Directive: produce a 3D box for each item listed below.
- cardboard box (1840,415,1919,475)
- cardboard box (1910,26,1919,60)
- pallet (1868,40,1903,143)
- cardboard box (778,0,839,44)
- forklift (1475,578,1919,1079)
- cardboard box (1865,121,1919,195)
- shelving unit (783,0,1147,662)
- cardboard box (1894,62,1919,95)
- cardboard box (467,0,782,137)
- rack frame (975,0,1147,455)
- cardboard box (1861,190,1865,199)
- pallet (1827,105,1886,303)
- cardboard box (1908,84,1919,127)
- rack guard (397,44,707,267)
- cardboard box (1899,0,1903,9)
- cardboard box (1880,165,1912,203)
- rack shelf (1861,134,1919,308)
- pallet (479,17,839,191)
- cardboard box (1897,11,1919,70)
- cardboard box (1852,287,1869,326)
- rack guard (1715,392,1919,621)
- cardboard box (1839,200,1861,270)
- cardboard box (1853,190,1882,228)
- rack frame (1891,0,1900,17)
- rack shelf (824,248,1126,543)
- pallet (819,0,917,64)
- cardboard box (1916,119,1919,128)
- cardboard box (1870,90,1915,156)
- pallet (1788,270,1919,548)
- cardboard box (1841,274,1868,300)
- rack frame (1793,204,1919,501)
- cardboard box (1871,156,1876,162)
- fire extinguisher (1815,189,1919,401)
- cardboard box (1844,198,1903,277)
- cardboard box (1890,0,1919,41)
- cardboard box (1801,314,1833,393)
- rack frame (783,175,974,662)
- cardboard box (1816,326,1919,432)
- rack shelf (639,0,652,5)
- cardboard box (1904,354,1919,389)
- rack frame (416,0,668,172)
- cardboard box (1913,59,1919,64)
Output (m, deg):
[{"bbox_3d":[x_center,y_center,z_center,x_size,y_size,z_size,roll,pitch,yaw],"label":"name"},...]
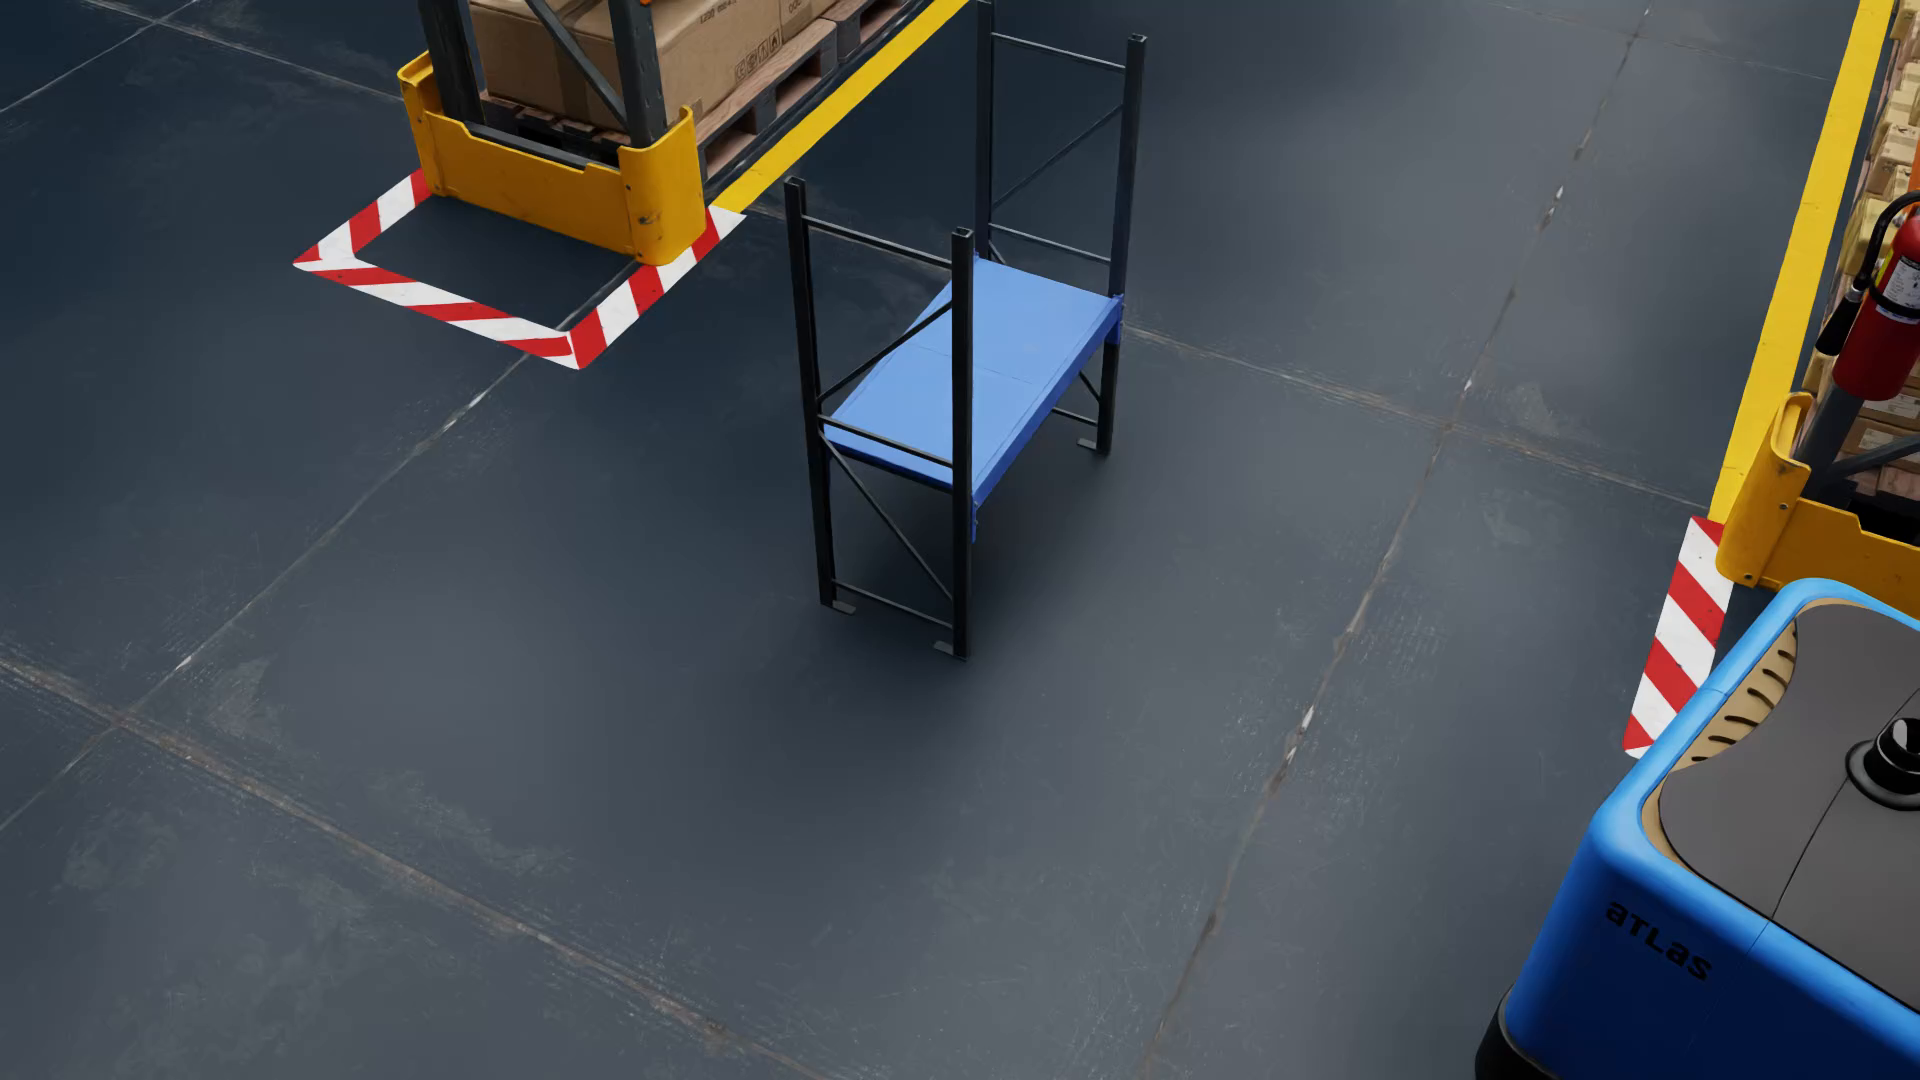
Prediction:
[{"bbox_3d":[2.947,-0.361,5.207,0.380,0.149,0.250,21,49,20],"label":"cardboard box"},{"bbox_3d":[3.855,-1.906,6.315,0.380,0.149,0.250,21,49,20],"label":"cardboard box"},{"bbox_3d":[4.464,-1.920,6.999,1.003,0.211,1.213,20,49,19],"label":"pallet"},{"bbox_3d":[-0.909,-2.660,7.277,0.875,0.438,0.875,22,49,20],"label":"cardboard box"},{"bbox_3d":[2.623,0.755,2.443,3.031,2.935,1.130,34,54,29],"label":"forklift"},{"bbox_3d":[3.336,-1.261,5.678,0.380,0.149,0.250,22,49,20],"label":"cardboard box"},{"bbox_3d":[0.040,-0.581,4.770,0.538,1.500,1.048,20,49,19],"label":"shelving unit"},{"bbox_3d":[3.724,-1.635,6.257,0.380,0.149,0.250,20,49,19],"label":"cardboard box"},{"bbox_3d":[-1.326,-2.081,6.704,0.875,0.438,0.875,19,48,18],"label":"cardboard box"},{"bbox_3d":[0.276,-0.901,5.086,0.500,1.500,0.032,20,49,19],"label":"rack frame"},{"bbox_3d":[3.486,-1.201,6.037,0.380,0.149,0.250,21,49,20],"label":"cardboard box"},{"bbox_3d":[3.899,-1.148,6.236,1.003,0.211,1.213,20,49,19],"label":"pallet"},{"bbox_3d":[3.653,-1.565,5.978,0.380,0.149,0.250,21,49,19],"label":"cardboard box"},{"bbox_3d":[-1.555,-1.492,6.373,1.175,0.500,0.348,20,49,19],"label":"rack guard"},{"bbox_3d":[4.291,-2.357,7.179,0.380,0.149,0.250,18,48,17],"label":"cardboard box"},{"bbox_3d":[3.260,-1.073,5.492,0.380,0.149,0.250,19,48,18],"label":"cardboard box"},{"bbox_3d":[3.816,-1.822,5.447,1.077,0.370,4.000,20,49,19],"label":"rack shelf"},{"bbox_3d":[-1.242,-1.935,7.014,1.003,0.211,1.213,20,49,19],"label":"pallet"},{"bbox_3d":[4.098,-2.015,6.842,0.380,0.149,0.250,20,49,19],"label":"cardboard box"},{"bbox_3d":[3.049,-0.638,5.272,0.380,0.149,0.250,19,48,18],"label":"cardboard box"},{"bbox_3d":[2.923,0.016,4.883,1.175,0.500,0.348,20,49,19],"label":"rack guard"},{"bbox_3d":[3.342,-1.035,5.873,0.380,0.149,0.250,18,48,17],"label":"cardboard box"},{"bbox_3d":[3.348,-1.150,5.778,0.380,0.149,0.250,21,49,20],"label":"cardboard box"},{"bbox_3d":[4.744,-3.335,6.437,1.000,3.000,0.127,20,49,19],"label":"rack frame"},{"bbox_3d":[0.040,-0.455,4.898,0.538,0.185,1.000,20,49,19],"label":"rack shelf"},{"bbox_3d":[-0.675,-2.700,7.770,1.003,0.211,1.213,20,49,19],"label":"pallet"},{"bbox_3d":[3.556,-1.390,5.806,0.380,0.149,0.250,19,48,18],"label":"cardboard box"},{"bbox_3d":[3.587,-1.488,6.112,0.380,0.149,0.250,21,49,19],"label":"cardboard box"},{"bbox_3d":[3.331,-0.382,5.480,1.003,0.211,1.213,20,49,19],"label":"pallet"},{"bbox_3d":[3.119,-0.819,5.451,0.380,0.149,0.250,19,48,17],"label":"cardboard box"},{"bbox_3d":[2.887,-0.815,3.946,1.000,3.000,0.127,20,49,19],"label":"rack frame"},{"bbox_3d":[3.724,-1.526,6.358,0.380,0.149,0.250,19,48,18],"label":"cardboard box"},{"bbox_3d":[2.362,-0.650,4.100,0.296,0.674,0.183,20,49,19],"label":"fire extinguisher"},{"bbox_3d":[3.084,-0.931,5.352,0.380,0.149,0.250,19,48,18],"label":"cardboard box"},{"bbox_3d":[4.167,-2.189,7.014,0.380,0.149,0.250,22,49,20],"label":"cardboard box"},{"bbox_3d":[2.977,-0.556,5.400,0.380,0.149,0.250,22,49,20],"label":"cardboard box"},{"bbox_3d":[-0.196,-0.261,4.453,0.500,1.500,0.032,20,49,19],"label":"rack frame"},{"bbox_3d":[2.880,-0.491,5.127,0.380,0.149,0.250,19,48,18],"label":"cardboard box"},{"bbox_3d":[-0.615,-3.392,7.000,1.077,0.370,4.000,20,49,19],"label":"rack shelf"},{"bbox_3d":[2.909,-0.586,5.012,0.380,0.149,0.250,21,49,19],"label":"cardboard box"},{"bbox_3d":[-1.544,-2.385,5.499,1.000,3.000,0.127,20,49,19],"label":"rack frame"},{"bbox_3d":[4.024,-1.839,6.668,0.380,0.149,0.250,19,48,18],"label":"cardboard box"}]
